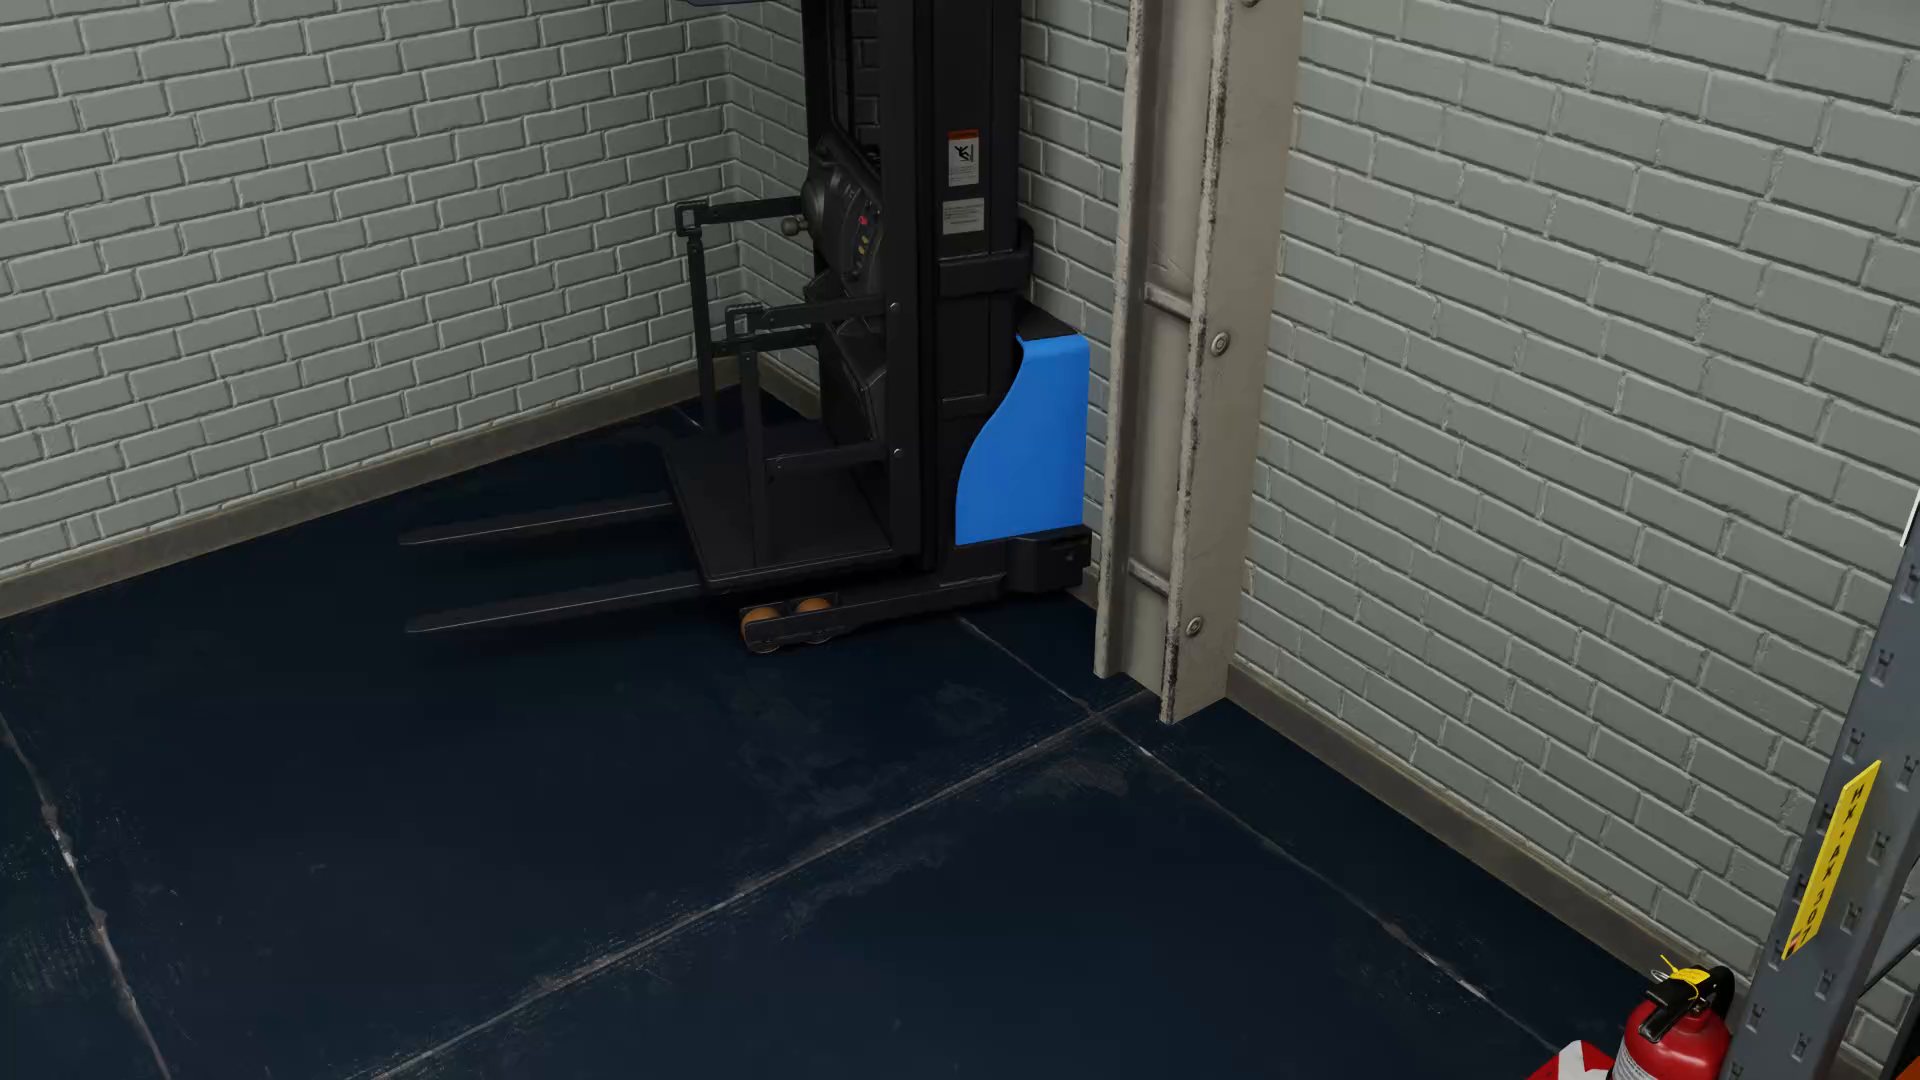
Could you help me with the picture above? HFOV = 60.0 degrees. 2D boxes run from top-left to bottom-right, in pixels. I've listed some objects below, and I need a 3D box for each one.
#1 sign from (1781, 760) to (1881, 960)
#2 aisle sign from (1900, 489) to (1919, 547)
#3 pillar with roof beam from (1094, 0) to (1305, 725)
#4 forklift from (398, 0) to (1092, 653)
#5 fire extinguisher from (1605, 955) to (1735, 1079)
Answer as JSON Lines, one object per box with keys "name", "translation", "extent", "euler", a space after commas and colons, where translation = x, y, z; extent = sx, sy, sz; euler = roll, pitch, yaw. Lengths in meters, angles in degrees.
{"name": "sign", "translation": [1.232, 0.456, 2.352], "extent": [0.100, 0.325, 0.005], "euler": [-22, 38, -31]}
{"name": "aisle sign", "translation": [1.387, -0.390, 2.071], "extent": [0.394, 0.787, 0.004], "euler": [-22, 38, -31]}
{"name": "pillar with roof beam", "translation": [-2.681, -1.923, 1.317], "extent": [9.100, 9.000, 0.400], "euler": [-22, 38, -31]}
{"name": "forklift", "translation": [-0.600, -1.144, 5.814], "extent": [3.031, 2.935, 1.130], "euler": [-10, 33, -15]}
{"name": "fire extinguisher", "translation": [1.205, 0.927, 2.840], "extent": [0.296, 0.674, 0.183], "euler": [-22, 38, -31]}
